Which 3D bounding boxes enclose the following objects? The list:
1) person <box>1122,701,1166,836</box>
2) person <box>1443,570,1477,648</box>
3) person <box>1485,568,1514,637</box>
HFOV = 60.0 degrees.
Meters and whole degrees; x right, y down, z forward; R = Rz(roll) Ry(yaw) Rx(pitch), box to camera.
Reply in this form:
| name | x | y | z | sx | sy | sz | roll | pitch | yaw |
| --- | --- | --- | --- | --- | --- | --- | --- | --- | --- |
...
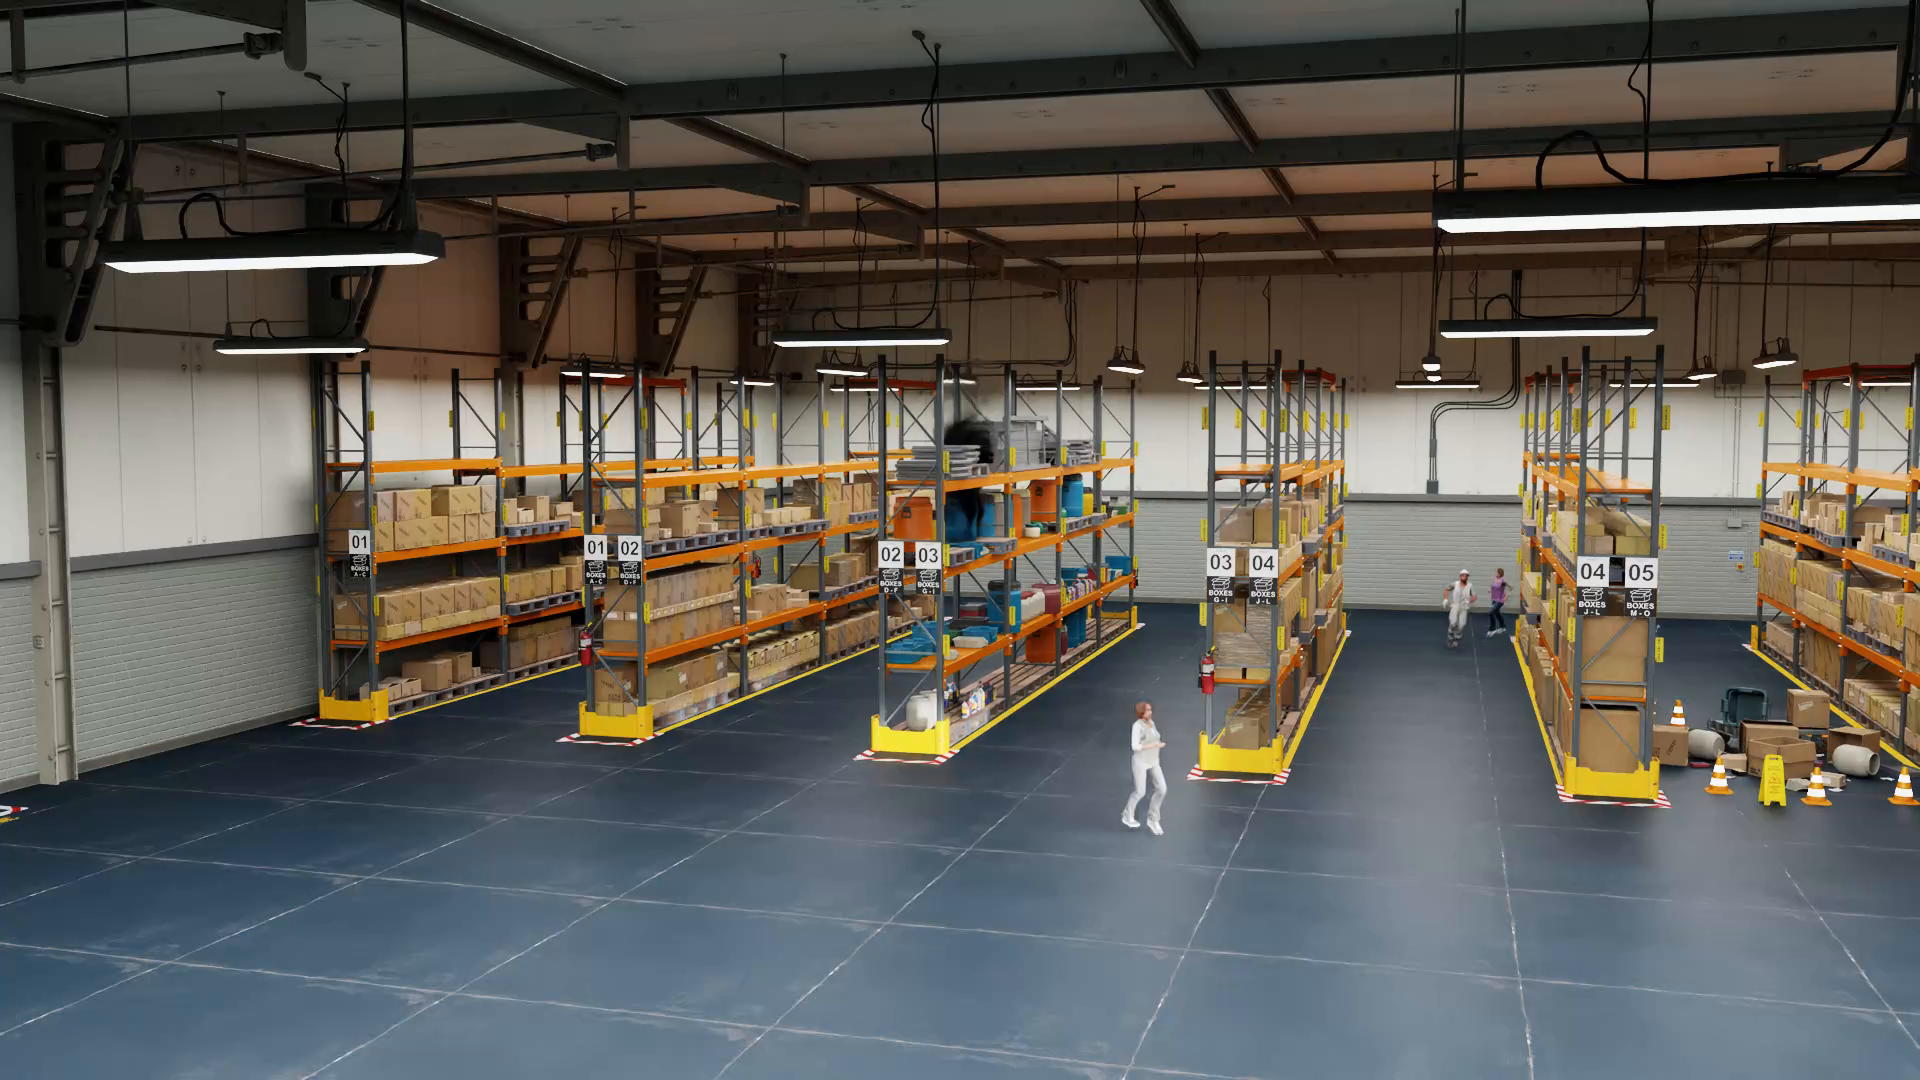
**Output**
| name | x | y | z | sx | sy | sz | roll | pitch | yaw |
| --- | --- | --- | --- | --- | --- | --- | --- | --- | --- |
| person | 2.251 | 2.766 | 20.157 | 0.514 | 1.636 | 0.667 | -4 | 6 | -42 |
| person | 10.978 | 1.519 | 36.506 | 0.701 | 1.732 | 0.595 | 1 | 4 | 12 |
| person | 12.531 | 1.459 | 38.608 | 0.661 | 1.639 | 0.580 | -1 | 4 | -16 |
